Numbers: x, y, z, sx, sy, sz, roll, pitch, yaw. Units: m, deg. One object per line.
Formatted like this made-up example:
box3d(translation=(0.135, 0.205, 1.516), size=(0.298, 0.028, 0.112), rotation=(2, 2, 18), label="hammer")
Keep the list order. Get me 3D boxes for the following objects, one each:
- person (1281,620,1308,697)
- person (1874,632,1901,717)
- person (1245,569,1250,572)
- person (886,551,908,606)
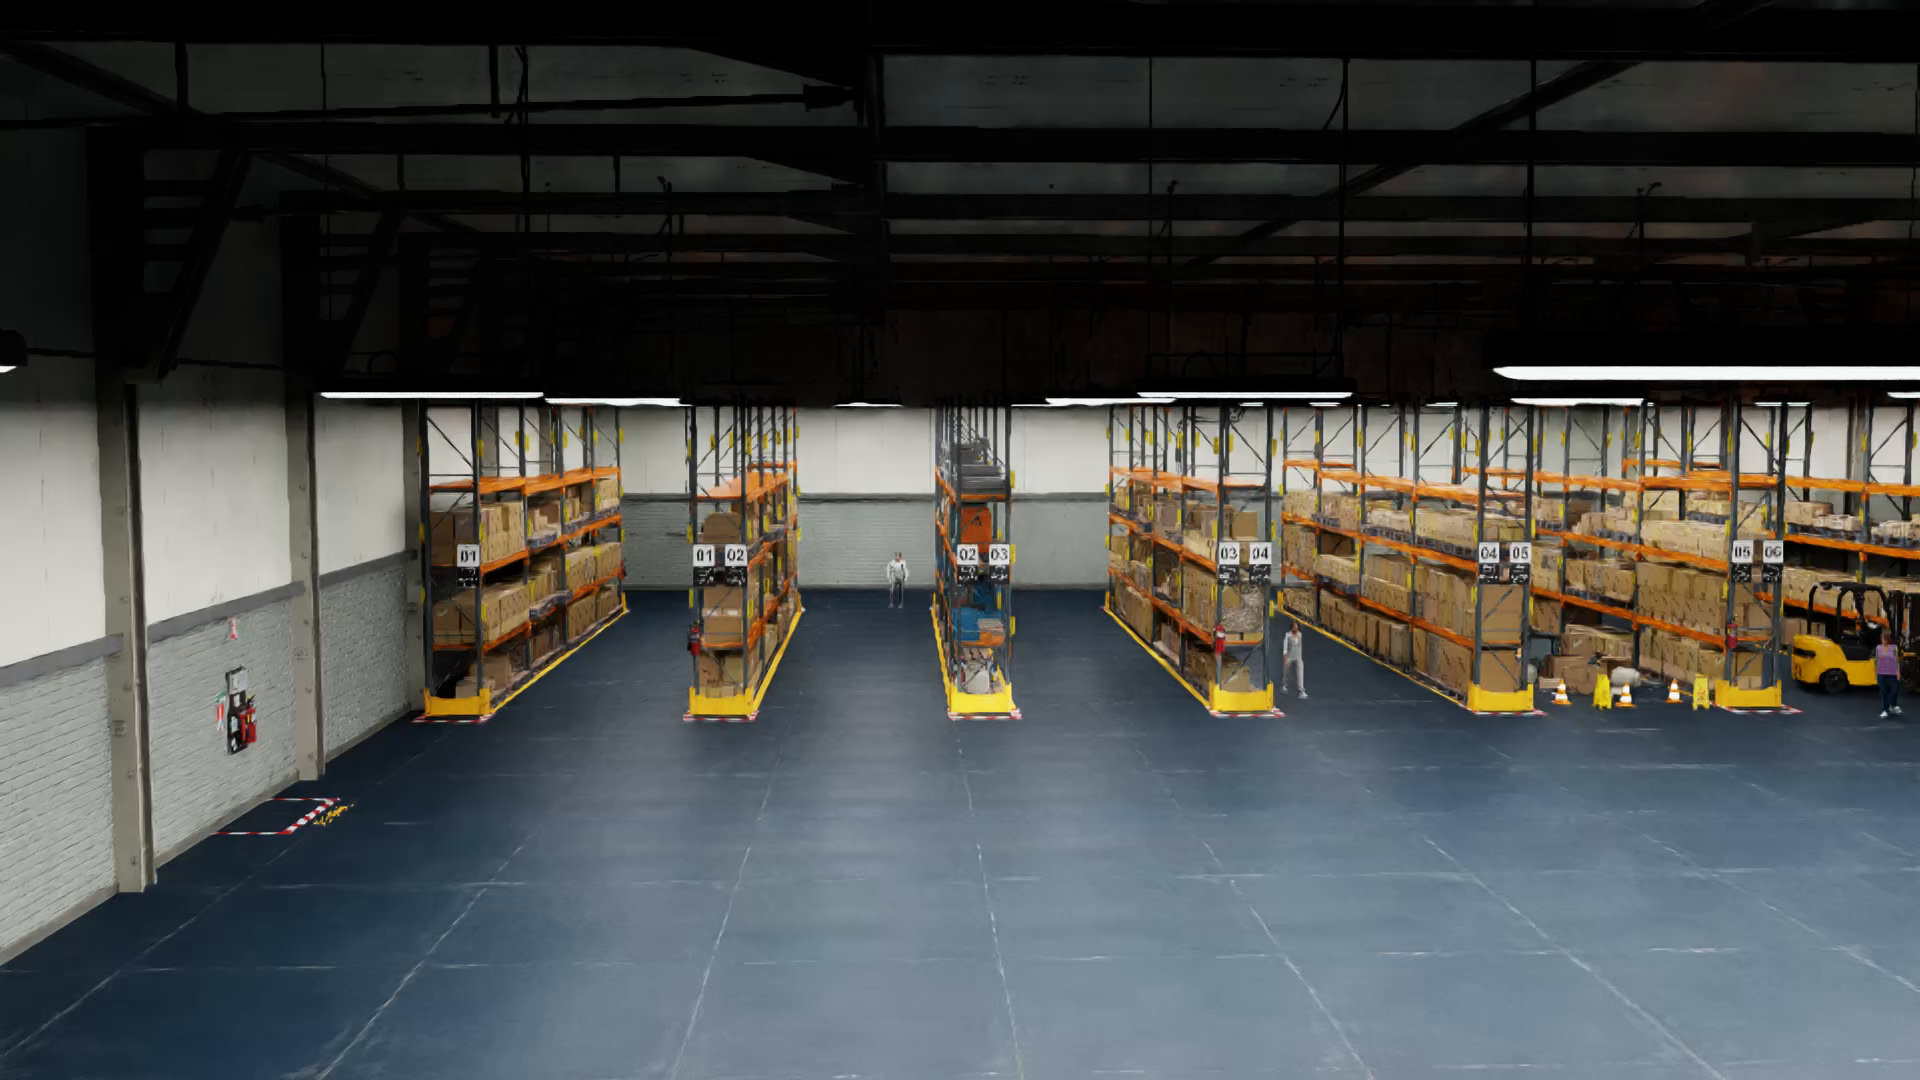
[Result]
box3d(translation=(6.634, 2.346, 33.147), size=(0.419, 1.500, 1.038), rotation=(0, 5, -5), label="person")
box3d(translation=(17.315, 2.502, 31.021), size=(0.468, 1.572, 0.502), rotation=(3, 6, 36), label="person")
box3d(translation=(8.809, 0.942, 50.529), size=(0.479, 1.577, 0.994), rotation=(1, 5, 7), label="person")
box3d(translation=(-1.814, 1.122, 48.223), size=(0.639, 1.632, 0.512), rotation=(0, 5, -4), label="person")
